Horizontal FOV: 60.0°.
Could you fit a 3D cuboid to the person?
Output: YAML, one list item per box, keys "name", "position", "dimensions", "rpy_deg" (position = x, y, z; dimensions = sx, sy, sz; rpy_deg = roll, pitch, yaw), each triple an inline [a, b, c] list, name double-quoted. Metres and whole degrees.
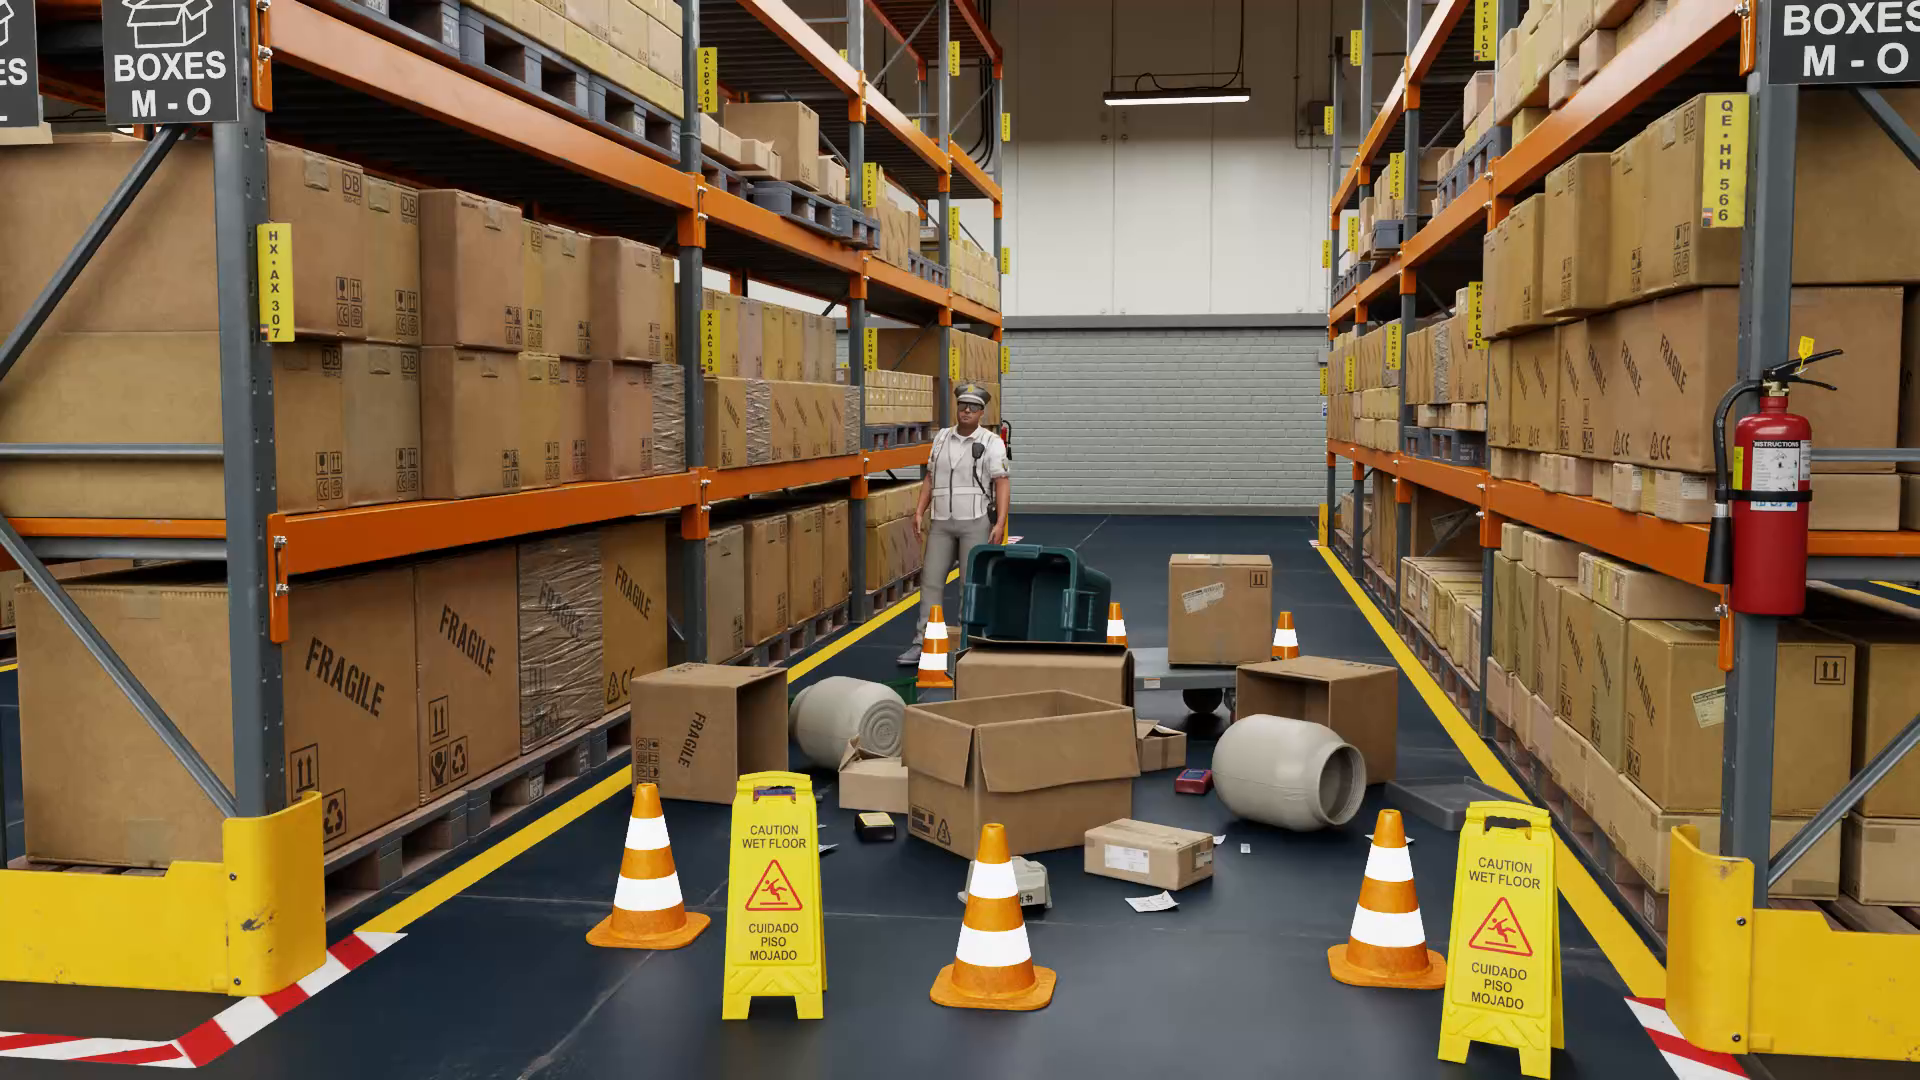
- name: "person"
  position: [-0.025, -0.104, 10.617]
  dimensions: [0.642, 1.782, 0.573]
  rpy_deg: [2, 5, 21]
